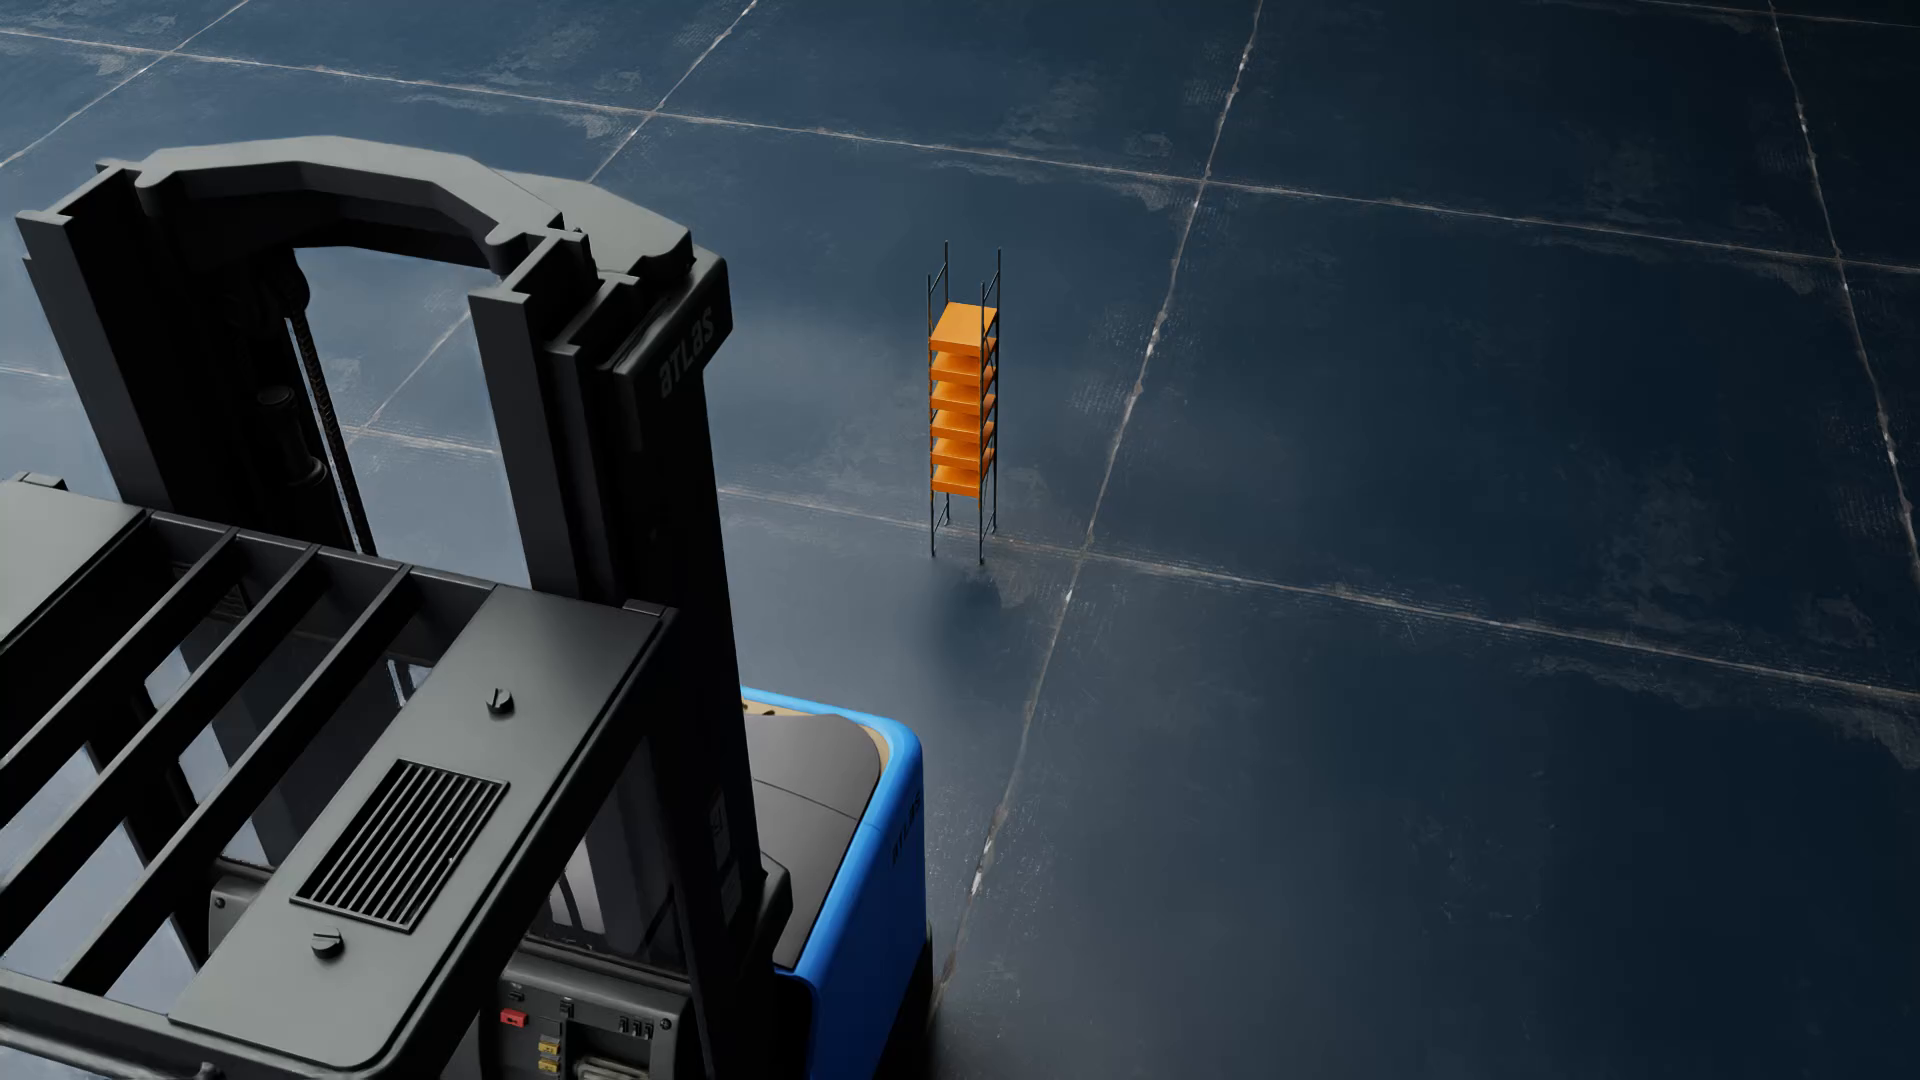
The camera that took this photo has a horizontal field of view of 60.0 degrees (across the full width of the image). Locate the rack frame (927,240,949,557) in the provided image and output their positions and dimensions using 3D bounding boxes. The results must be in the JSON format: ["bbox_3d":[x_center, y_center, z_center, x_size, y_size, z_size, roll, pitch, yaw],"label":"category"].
[{"bbox_3d":[-0.074,-0.472,5.879,0.006,1.200,0.240,10,41,11],"label":"rack frame"}]

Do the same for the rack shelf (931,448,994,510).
[{"bbox_3d":[0.014,-0.239,6.044,0.180,0.103,0.258,10,41,11],"label":"rack shelf"}]

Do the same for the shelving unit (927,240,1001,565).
[{"bbox_3d":[0.014,-0.457,5.861,0.189,1.200,0.258,10,41,11],"label":"shelving unit"}]

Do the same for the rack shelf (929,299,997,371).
[{"bbox_3d":[0.014,-0.699,5.658,0.180,0.103,0.258,10,41,11],"label":"rack shelf"}]

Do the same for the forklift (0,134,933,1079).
[{"bbox_3d":[-0.988,0.968,2.818,1.130,2.935,3.031,11,41,13],"label":"forklift"}]

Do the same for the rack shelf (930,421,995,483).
[{"bbox_3d":[0.014,-0.331,5.967,0.180,0.103,0.258,10,41,11],"label":"rack shelf"}]

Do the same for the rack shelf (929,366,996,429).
[{"bbox_3d":[0.014,-0.515,5.813,0.180,0.103,0.258,10,41,11],"label":"rack shelf"}]

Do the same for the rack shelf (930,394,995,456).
[{"bbox_3d":[0.014,-0.423,5.890,0.180,0.103,0.258,10,41,11],"label":"rack shelf"}]

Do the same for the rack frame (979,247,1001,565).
[{"bbox_3d":[0.102,-0.442,5.843,0.006,1.200,0.240,10,41,11],"label":"rack frame"}]

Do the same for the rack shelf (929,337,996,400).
[{"bbox_3d":[0.014,-0.607,5.735,0.180,0.103,0.258,10,41,11],"label":"rack shelf"}]
